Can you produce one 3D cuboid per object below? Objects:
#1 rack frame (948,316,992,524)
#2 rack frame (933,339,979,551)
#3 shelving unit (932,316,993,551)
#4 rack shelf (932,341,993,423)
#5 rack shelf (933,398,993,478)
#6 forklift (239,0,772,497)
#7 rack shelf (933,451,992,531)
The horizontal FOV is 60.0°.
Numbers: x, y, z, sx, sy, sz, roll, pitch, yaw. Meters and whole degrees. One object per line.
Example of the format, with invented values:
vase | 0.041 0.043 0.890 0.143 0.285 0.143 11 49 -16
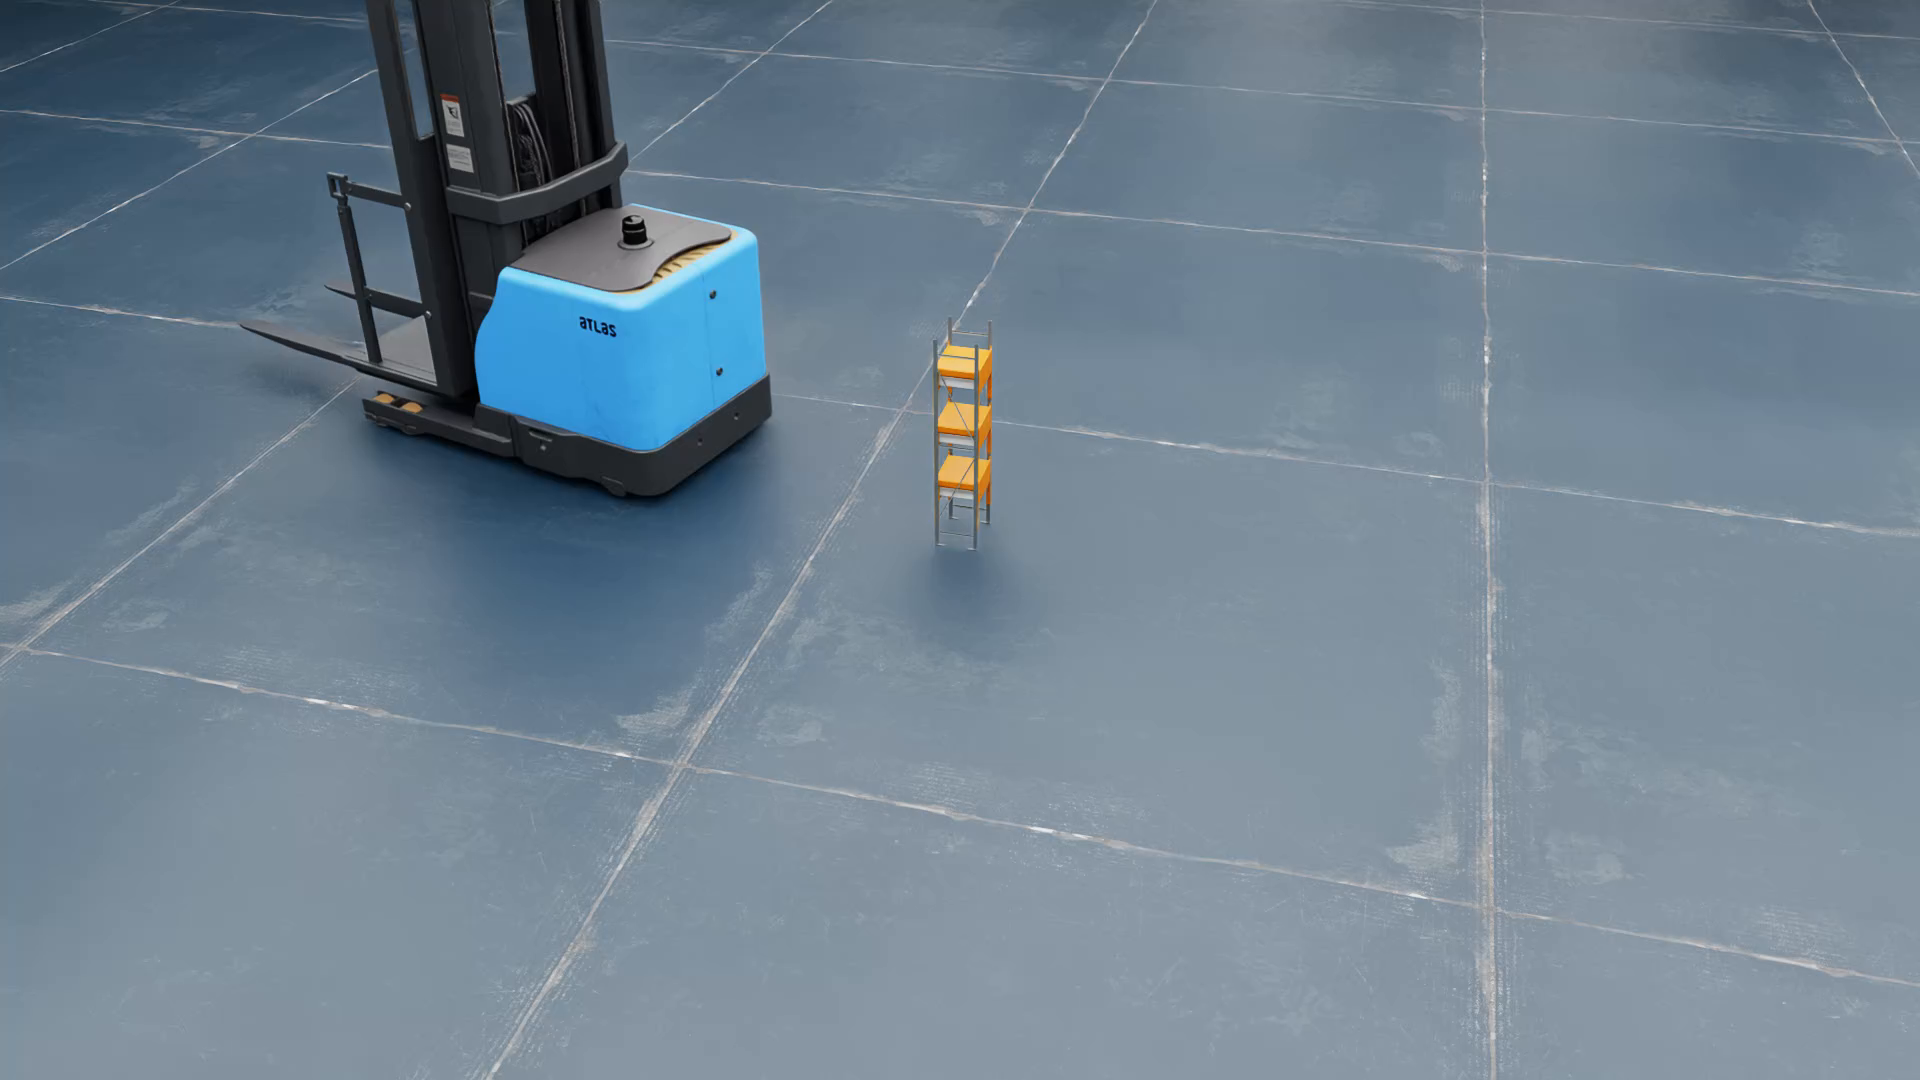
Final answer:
rack frame | 0.045 -0.534 7.612 0.200 1.050 0.008 8 33 12
rack frame | -0.017 -0.408 7.412 0.200 1.050 0.008 8 33 12
shelving unit | 0.014 -0.471 7.512 0.215 1.050 0.252 8 33 12
rack shelf | 0.014 -0.701 7.365 0.215 0.259 0.240 8 33 12
rack shelf | 0.014 -0.462 7.518 0.215 0.259 0.240 8 33 12
forklift | -2.516 -2.007 8.175 3.031 2.935 1.130 17 36 24
rack shelf | 0.014 -0.227 7.667 0.215 0.259 0.240 8 33 12
